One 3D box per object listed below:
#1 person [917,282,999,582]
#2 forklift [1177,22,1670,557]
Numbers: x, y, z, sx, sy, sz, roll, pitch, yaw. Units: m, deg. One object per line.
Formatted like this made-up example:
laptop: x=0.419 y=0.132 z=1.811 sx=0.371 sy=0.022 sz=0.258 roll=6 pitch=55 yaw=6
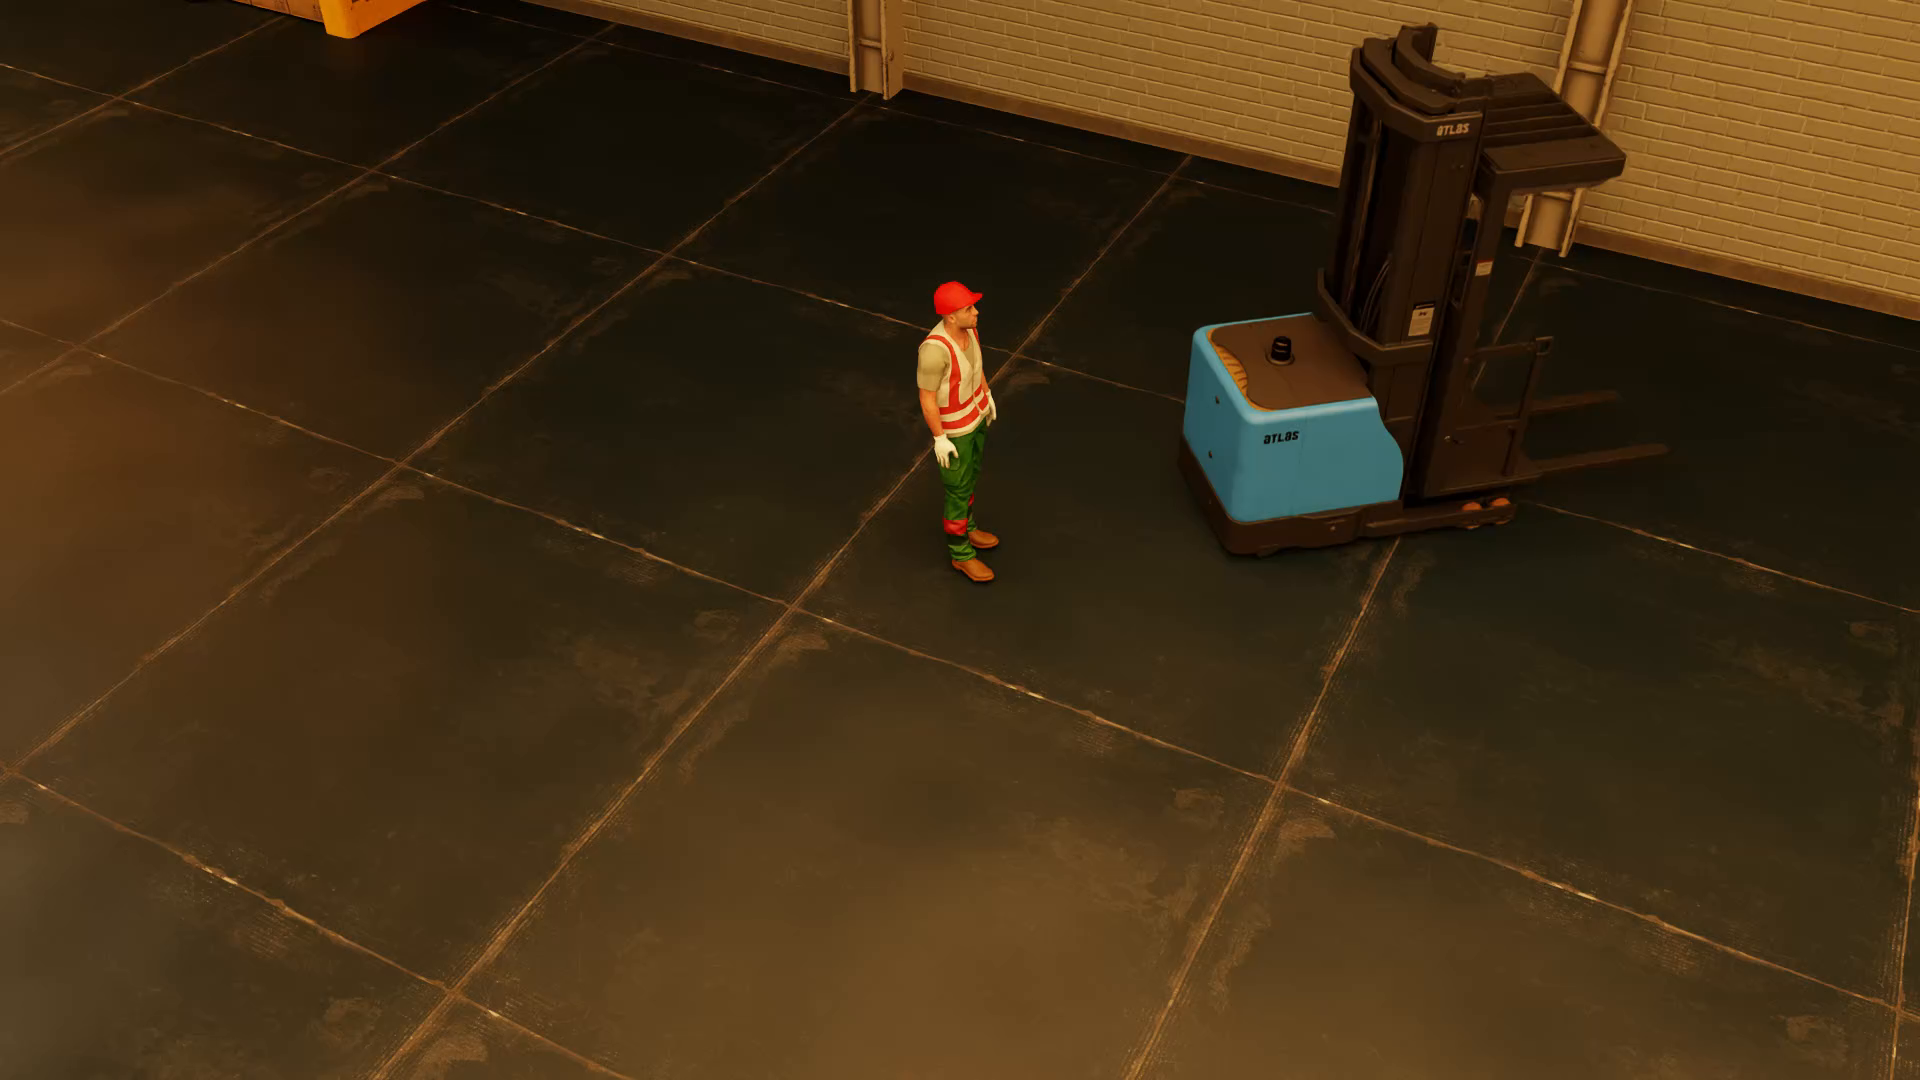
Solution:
person: x=0.067 y=-0.659 z=9.645 sx=0.562 sy=1.789 sz=0.638 roll=18 pitch=43 yaw=21
forklift: x=2.978 y=-1.514 z=9.784 sx=3.031 sy=2.935 sz=1.130 roll=-8 pitch=41 yaw=-10
